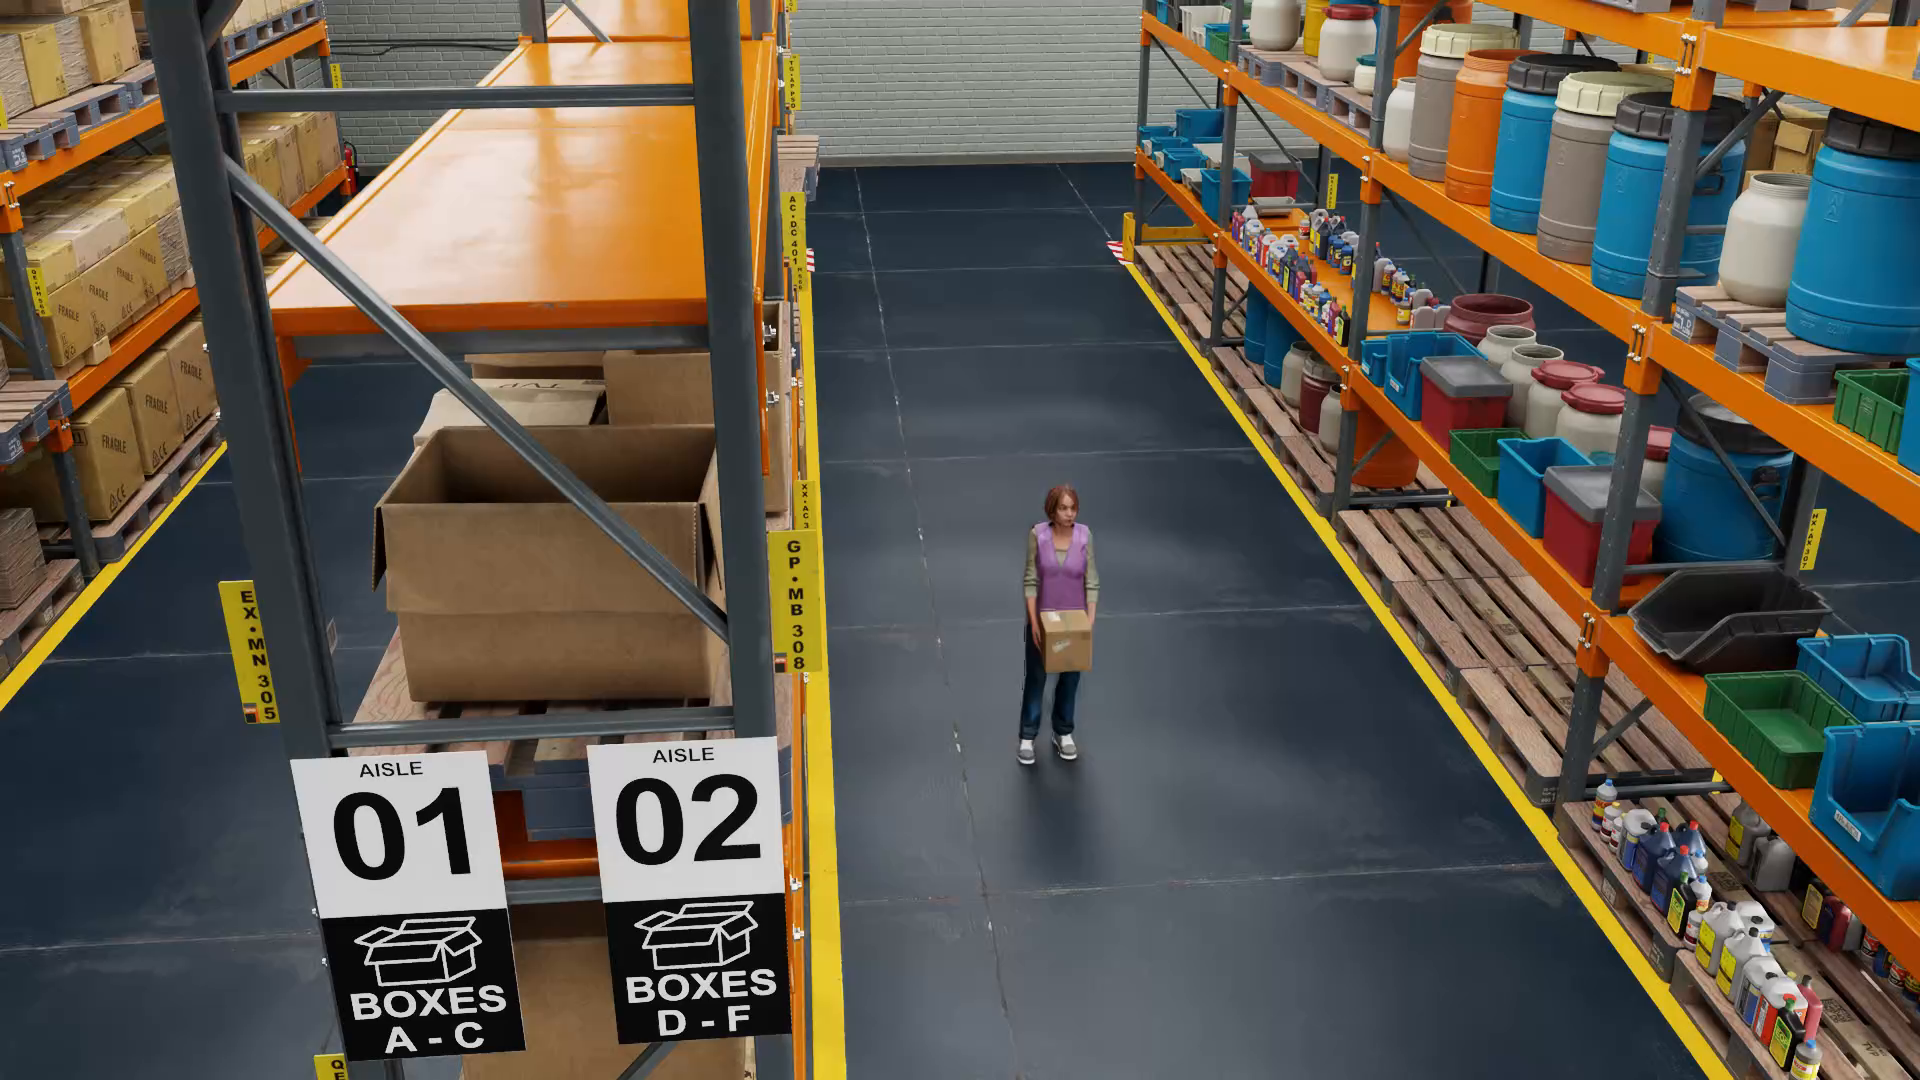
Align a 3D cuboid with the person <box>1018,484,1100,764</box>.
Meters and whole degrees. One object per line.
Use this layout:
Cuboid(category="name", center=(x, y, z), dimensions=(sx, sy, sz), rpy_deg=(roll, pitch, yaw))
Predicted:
Cuboid(category="person", center=(0.547, 0.475, 9.236), dimensions=(0.454, 1.600, 0.417), rpy_deg=(-2, 24, -4))
